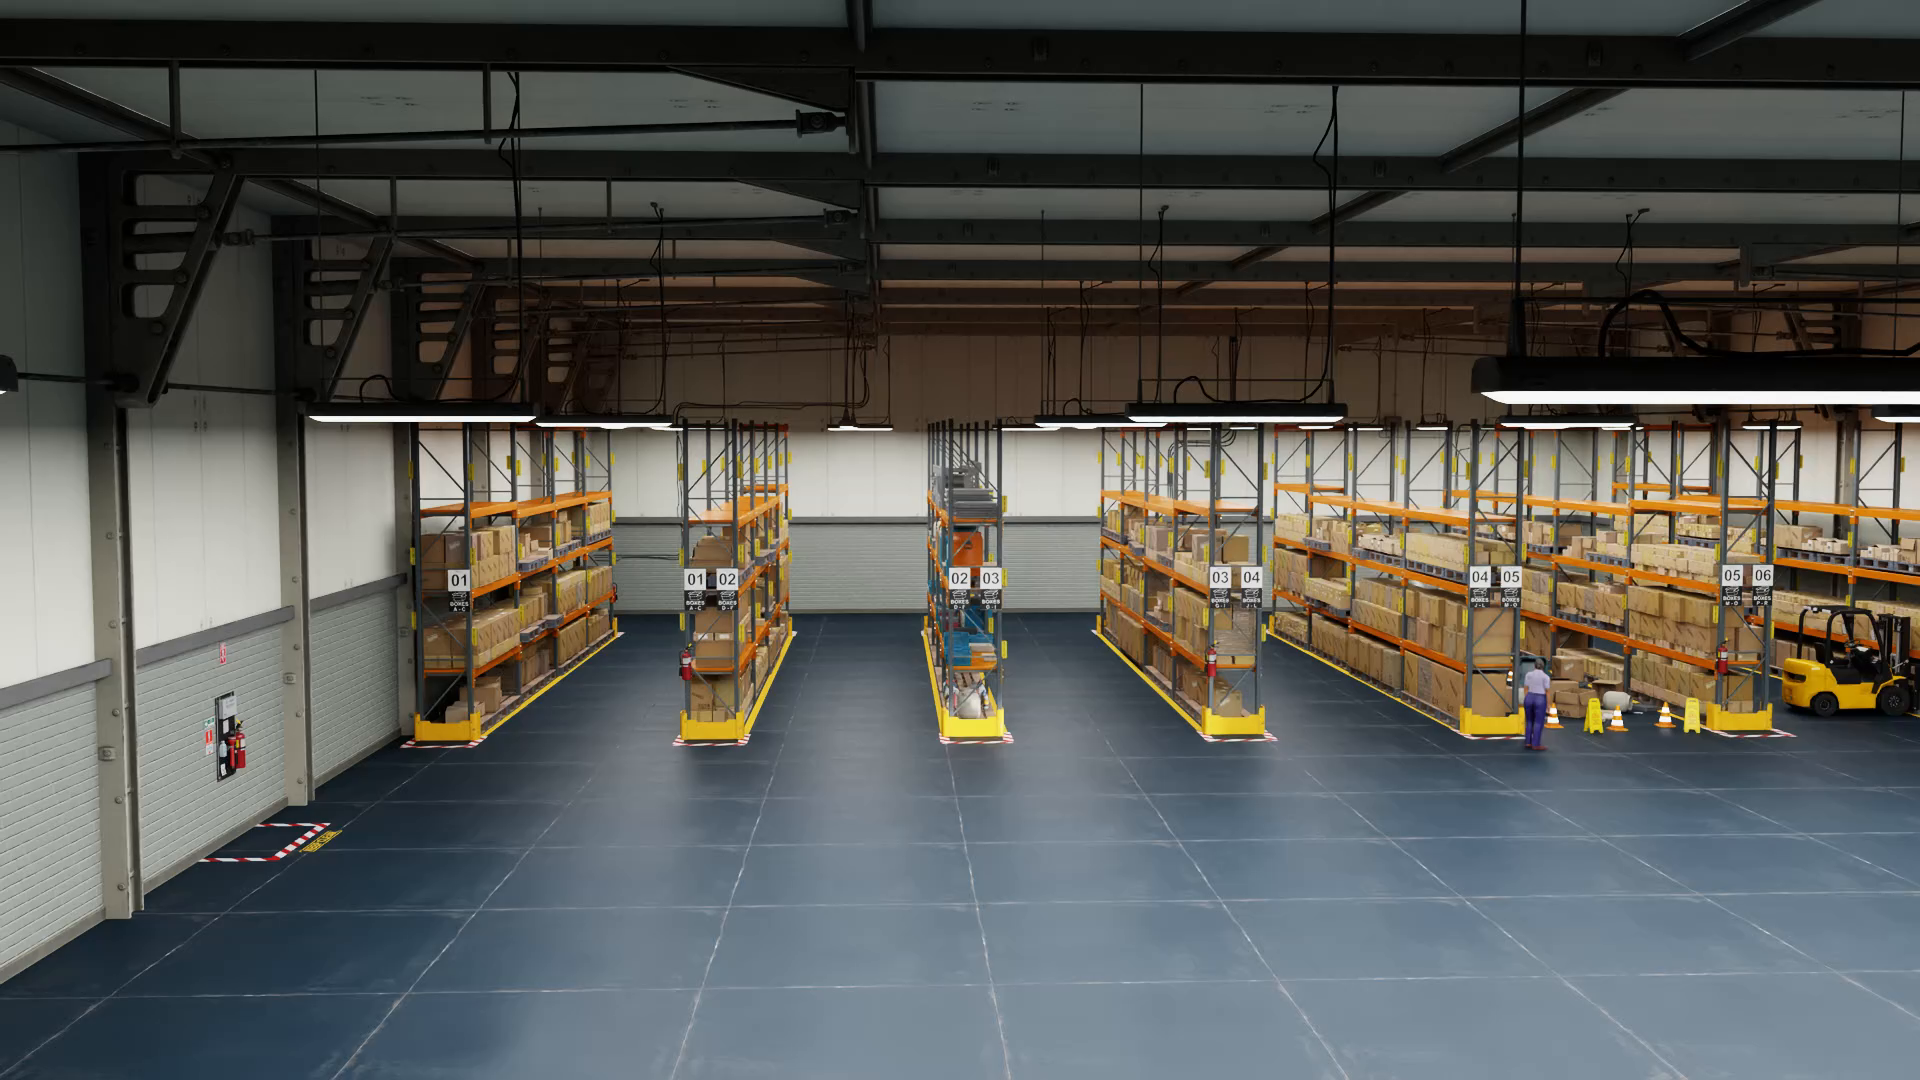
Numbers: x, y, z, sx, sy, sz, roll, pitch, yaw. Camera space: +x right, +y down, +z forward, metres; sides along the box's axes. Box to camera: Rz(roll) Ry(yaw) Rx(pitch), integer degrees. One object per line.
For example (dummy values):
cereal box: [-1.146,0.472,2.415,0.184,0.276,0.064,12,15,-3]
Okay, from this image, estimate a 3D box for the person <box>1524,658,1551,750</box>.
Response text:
person: [10.469,2.968,30.119,0.421,1.661,0.494,-3,5,-43]

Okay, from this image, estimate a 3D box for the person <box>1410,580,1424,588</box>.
person: [13.826,1.633,50.246,0.908,1.729,0.558,-1,4,-19]
